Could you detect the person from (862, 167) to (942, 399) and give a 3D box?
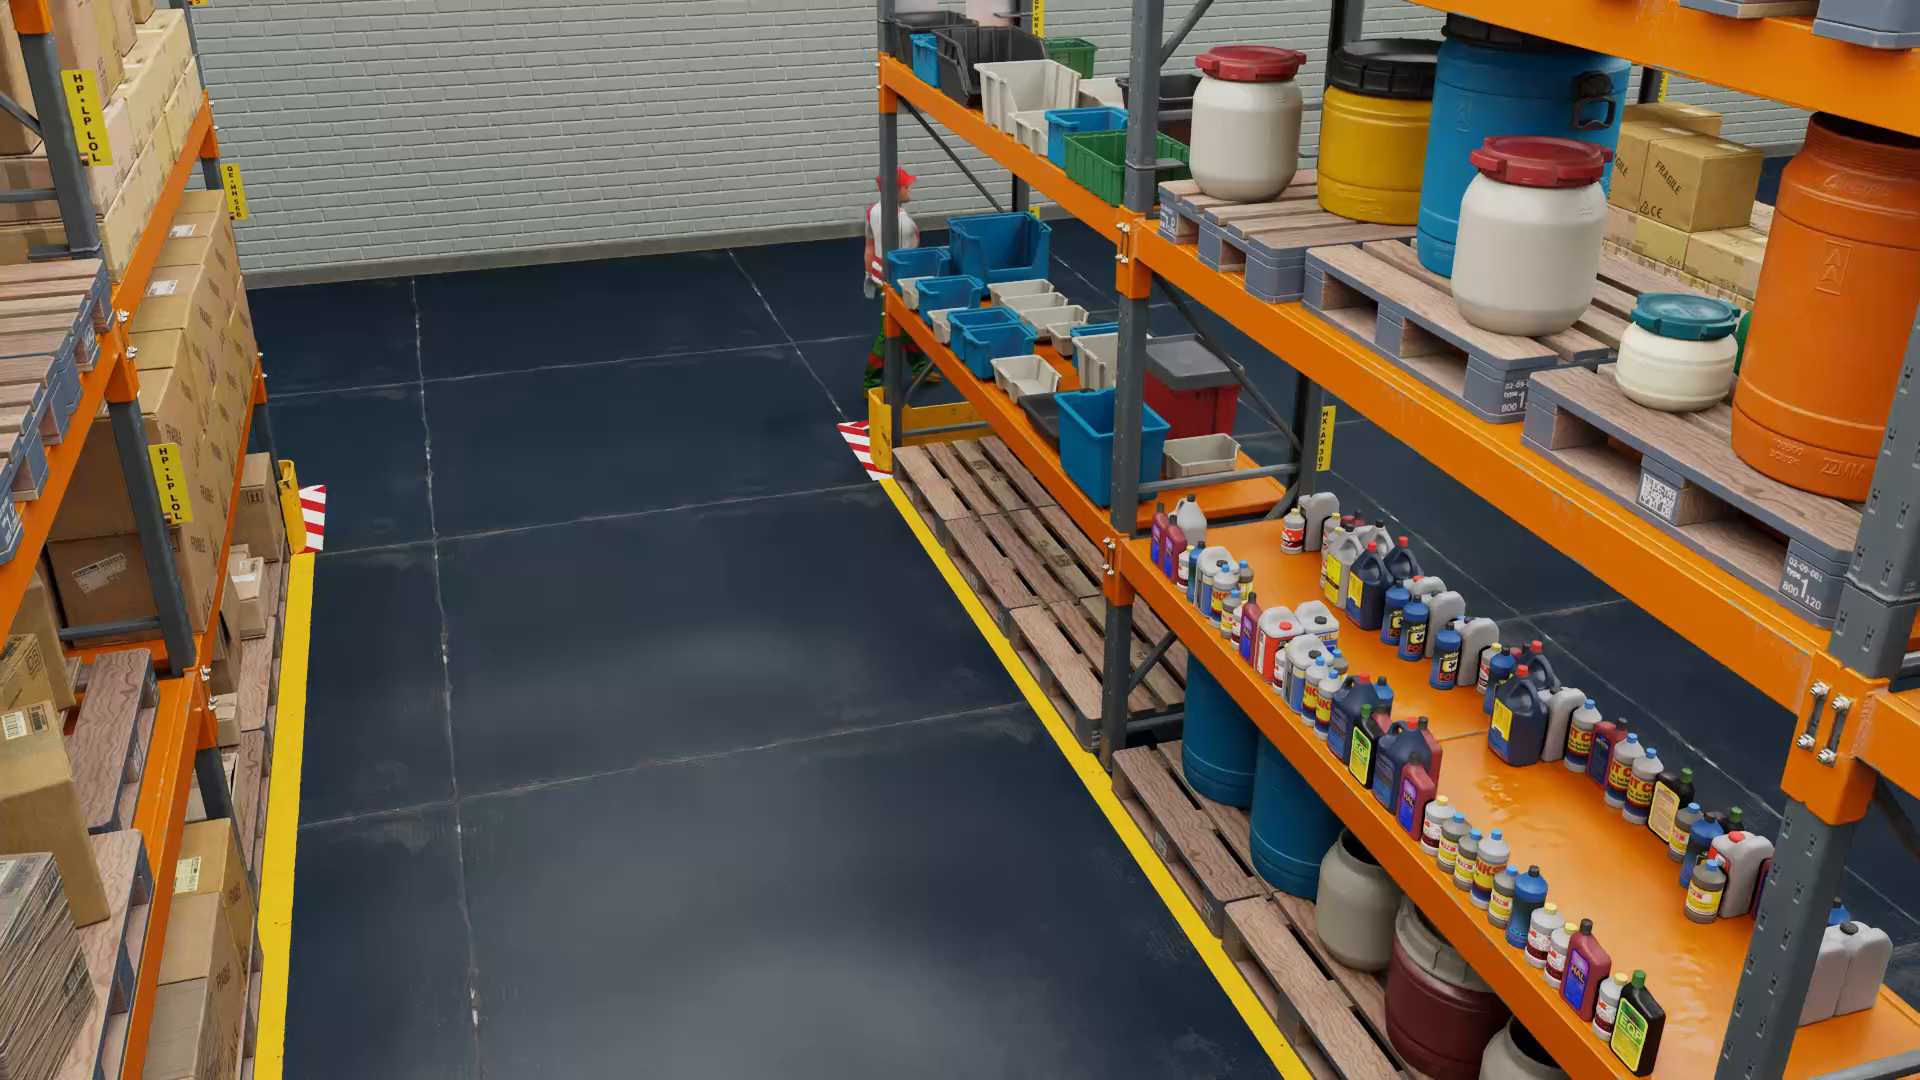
[{"bbox_3d":[-0.404,-1.933,12.525,0.783,1.799,0.588,-14,29,-26],"label":"person"}]
